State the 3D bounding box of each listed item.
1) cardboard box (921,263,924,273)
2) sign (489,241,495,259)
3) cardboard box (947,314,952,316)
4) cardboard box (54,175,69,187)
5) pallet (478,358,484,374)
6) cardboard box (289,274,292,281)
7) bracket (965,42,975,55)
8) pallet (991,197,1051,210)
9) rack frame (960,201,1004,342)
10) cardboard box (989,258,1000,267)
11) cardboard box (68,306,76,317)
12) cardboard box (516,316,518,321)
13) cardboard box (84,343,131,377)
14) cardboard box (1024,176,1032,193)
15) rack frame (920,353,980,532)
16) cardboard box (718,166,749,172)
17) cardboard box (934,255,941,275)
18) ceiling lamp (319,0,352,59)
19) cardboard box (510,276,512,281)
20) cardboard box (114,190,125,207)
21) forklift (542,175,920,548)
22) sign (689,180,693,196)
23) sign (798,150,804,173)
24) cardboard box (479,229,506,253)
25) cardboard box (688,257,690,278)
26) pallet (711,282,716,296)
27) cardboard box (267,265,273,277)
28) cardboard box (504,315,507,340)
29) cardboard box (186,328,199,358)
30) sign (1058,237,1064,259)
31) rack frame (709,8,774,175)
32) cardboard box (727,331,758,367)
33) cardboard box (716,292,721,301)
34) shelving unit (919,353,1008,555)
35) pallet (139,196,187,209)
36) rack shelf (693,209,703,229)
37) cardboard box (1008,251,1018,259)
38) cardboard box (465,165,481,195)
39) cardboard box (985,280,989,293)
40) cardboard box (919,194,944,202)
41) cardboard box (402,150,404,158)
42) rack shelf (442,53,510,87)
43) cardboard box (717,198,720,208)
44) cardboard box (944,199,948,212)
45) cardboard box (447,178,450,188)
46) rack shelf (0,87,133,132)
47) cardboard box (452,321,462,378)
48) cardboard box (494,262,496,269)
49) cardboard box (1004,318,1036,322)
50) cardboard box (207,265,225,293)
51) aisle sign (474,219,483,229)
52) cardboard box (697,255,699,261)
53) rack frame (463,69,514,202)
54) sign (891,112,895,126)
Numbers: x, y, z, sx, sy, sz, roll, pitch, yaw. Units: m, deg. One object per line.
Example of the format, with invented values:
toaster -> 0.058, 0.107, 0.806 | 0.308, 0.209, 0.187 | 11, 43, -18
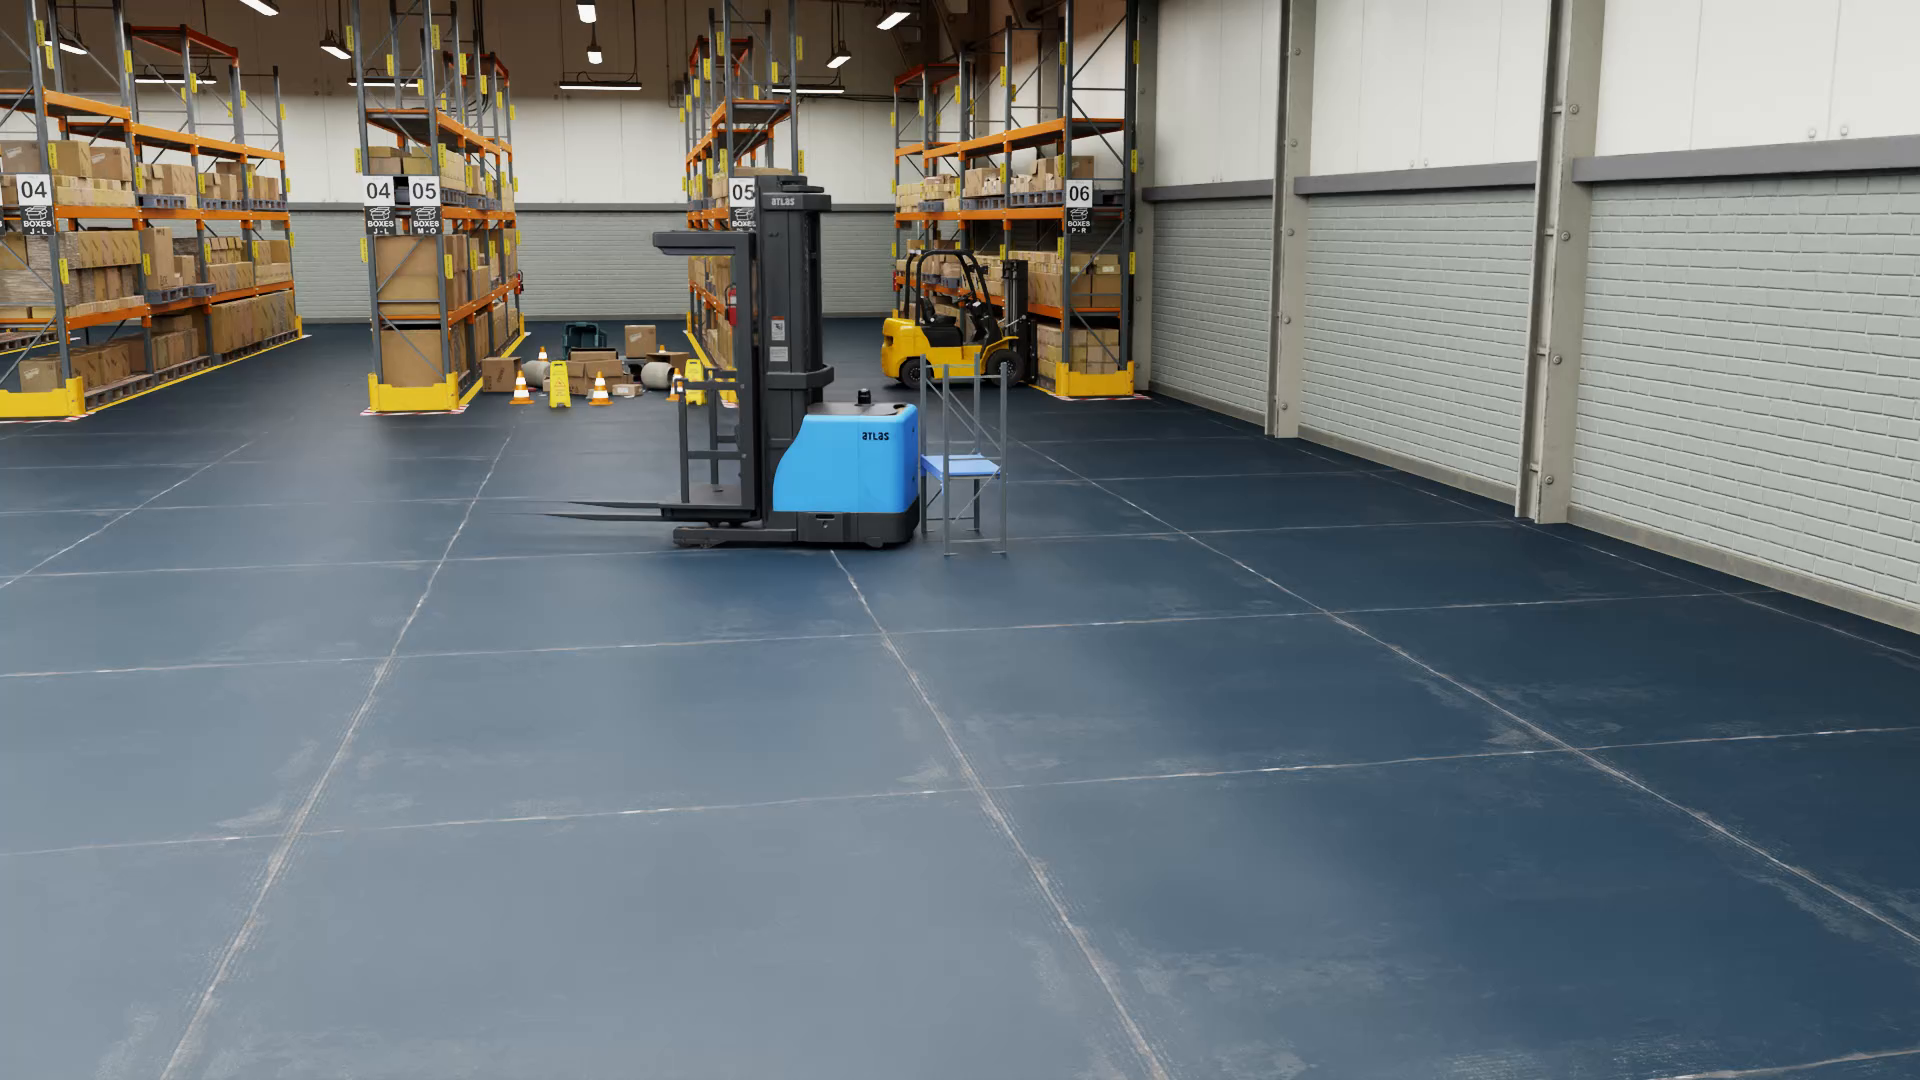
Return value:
cardboard box -> -0.624, -6.055, 37.094 | 0.500, 0.250, 0.500 | -2, 11, -10
sign -> -8.668, -5.375, 30.815 | 0.100, 0.325, 0.005 | -2, 11, -11
cardboard box -> 0.007, -4.401, 34.358 | 0.500, 0.500, 0.500 | -2, 11, -9
cardboard box -> -12.323, -4.862, 22.529 | 0.380, 0.149, 0.250 | -2, 11, -10
pallet -> -8.899, -3.044, 29.127 | 1.003, 0.211, 1.213 | -2, 11, -11
cardboard box -> -15.261, -5.914, 37.416 | 0.380, 0.149, 0.250 | -2, 11, -10
bracket -> 0.195, -10.685, 36.141 | 0.235, 0.232, 0.430 | -2, 11, -11
pallet -> 1.086, -5.972, 29.539 | 0.805, 0.209, 1.217 | -3, 11, -13
rack frame -> 0.492, -5.165, 32.809 | 1.000, 3.000, 0.127 | -2, 11, -11
cardboard box -> 0.740, -4.990, 29.890 | 0.380, 0.149, 0.250 | -2, 11, -13
cardboard box -> -12.392, -3.140, 22.843 | 0.380, 0.149, 0.250 | -2, 11, -11
cardboard box -> -10.385, -5.118, 38.268 | 0.380, 0.149, 0.250 | -2, 11, -13
cardboard box -> -13.281, -2.793, 25.911 | 0.500, 0.500, 0.500 | -2, 11, -13
cardboard box -> 1.261, -5.811, 27.150 | 0.396, 0.266, 0.258 | -2, 11, -12
rack frame -> -0.082, -0.814, 13.964 | 0.500, 1.500, 0.032 | -2, 11, -11
cardboard box -> -3.836, -6.203, 28.184 | 0.500, 0.250, 0.500 | -2, 11, -10
cardboard box -> -0.158, -5.818, 34.851 | 0.700, 0.500, 0.500 | -2, 11, -11
ceiling lamp -> -12.009, -11.118, 32.434 | 0.800, 3.185, 2.000 | -2, 11, -11
cardboard box -> -10.257, -5.891, 37.299 | 0.380, 0.149, 0.250 | -3, 11, -14
cardboard box -> -12.883, -5.119, 24.948 | 0.500, 0.250, 0.500 | -2, 11, -10
forklift -> -1.890, -1.470, 13.582 | 3.031, 2.935, 1.130 | 1, 11, 5
sign -> -5.698, -7.463, 35.268 | 0.100, 0.325, 0.005 | -2, 11, -11
sign -> -2.288, -5.439, 23.890 | 0.100, 0.325, 0.005 | -2, 11, -11
cardboard box -> -9.839, -6.297, 35.019 | 0.500, 0.500, 0.500 | -2, 11, -10
cardboard box -> -6.120, -6.401, 39.039 | 0.500, 0.500, 0.500 | -2, 11, -11
pallet -> -3.951, -4.528, 29.975 | 1.003, 0.211, 1.213 | -2, 11, -11
cardboard box -> -14.908, -5.711, 35.285 | 0.500, 0.250, 0.500 | -2, 11, -10
cardboard box -> -9.599, -4.370, 34.198 | 0.500, 0.500, 0.500 | -2, 11, -12
cardboard box -> -13.947, -3.489, 29.514 | 0.700, 0.500, 0.500 | -3, 11, -14
sign -> 1.513, -4.365, 24.879 | 0.100, 0.325, 0.005 | -2, 11, -11
rack frame -> -3.598, -7.197, 27.442 | 1.000, 3.000, 0.127 | -2, 11, -11
cardboard box -> -3.232, -2.878, 25.018 | 0.500, 0.500, 0.500 | -2, 11, -11
cardboard box -> -3.852, -4.057, 27.661 | 0.380, 0.149, 0.250 | -2, 11, -11
shelving unit -> 0.017, -0.721, 13.474 | 0.538, 1.500, 1.048 | -2, 11, -11
pallet -> -13.539, -5.578, 27.460 | 1.213, 0.211, 1.003 | -2, 11, -11
rack shelf -> -4.765, -6.470, 33.571 | 1.077, 0.370, 4.000 | -2, 11, -11
cardboard box -> 1.041, -4.876, 28.493 | 0.380, 0.149, 0.250 | -2, 11, -10
cardboard box -> -8.599, -6.254, 28.854 | 0.500, 0.500, 0.500 | -2, 11, -11
cardboard box -> 0.745, -4.624, 30.372 | 0.500, 0.250, 0.500 | -2, 11, -11
cardboard box -> -0.626, -7.524, 36.786 | 0.500, 0.250, 0.500 | -2, 11, -11
cardboard box -> -8.301, -5.598, 24.210 | 0.380, 0.149, 0.250 | -2, 11, -12
rack shelf -> -10.379, -10.112, 35.791 | 1.077, 0.370, 4.000 | -2, 11, -11
cardboard box -> -3.614, -5.294, 26.139 | 0.380, 0.149, 0.250 | -2, 11, -12
cardboard box -> -0.042, -6.834, 33.957 | 0.500, 0.250, 0.500 | -2, 11, -11
cardboard box -> -7.557, -5.137, 23.922 | 0.380, 0.149, 0.250 | -2, 11, -11
rack shelf -> -12.930, -6.115, 23.689 | 1.077, 0.370, 4.000 | -2, 11, -11
cardboard box -> -8.201, -2.931, 25.632 | 0.875, 0.875, 0.875 | -2, 11, -11
cardboard box -> -9.564, -5.538, 33.523 | 0.380, 0.149, 0.250 | -2, 11, -13
cardboard box -> 1.056, -3.678, 28.553 | 0.500, 0.250, 0.500 | -2, 11, -12
cardboard box -> -14.027, -4.866, 30.971 | 0.500, 0.500, 0.500 | -2, 11, -13
aisle sign -> -11.077, -7.532, 38.293 | 0.394, 0.787, 0.004 | -2, 11, -11
cardboard box -> -5.129, -5.982, 34.161 | 0.500, 0.500, 0.500 | -2, 11, -12
rack frame -> -10.768, -9.199, 37.962 | 1.000, 3.000, 0.127 | -2, 11, -11
sign -> -1.596, -10.057, 39.759 | 0.100, 0.325, 0.005 | -2, 11, -11
